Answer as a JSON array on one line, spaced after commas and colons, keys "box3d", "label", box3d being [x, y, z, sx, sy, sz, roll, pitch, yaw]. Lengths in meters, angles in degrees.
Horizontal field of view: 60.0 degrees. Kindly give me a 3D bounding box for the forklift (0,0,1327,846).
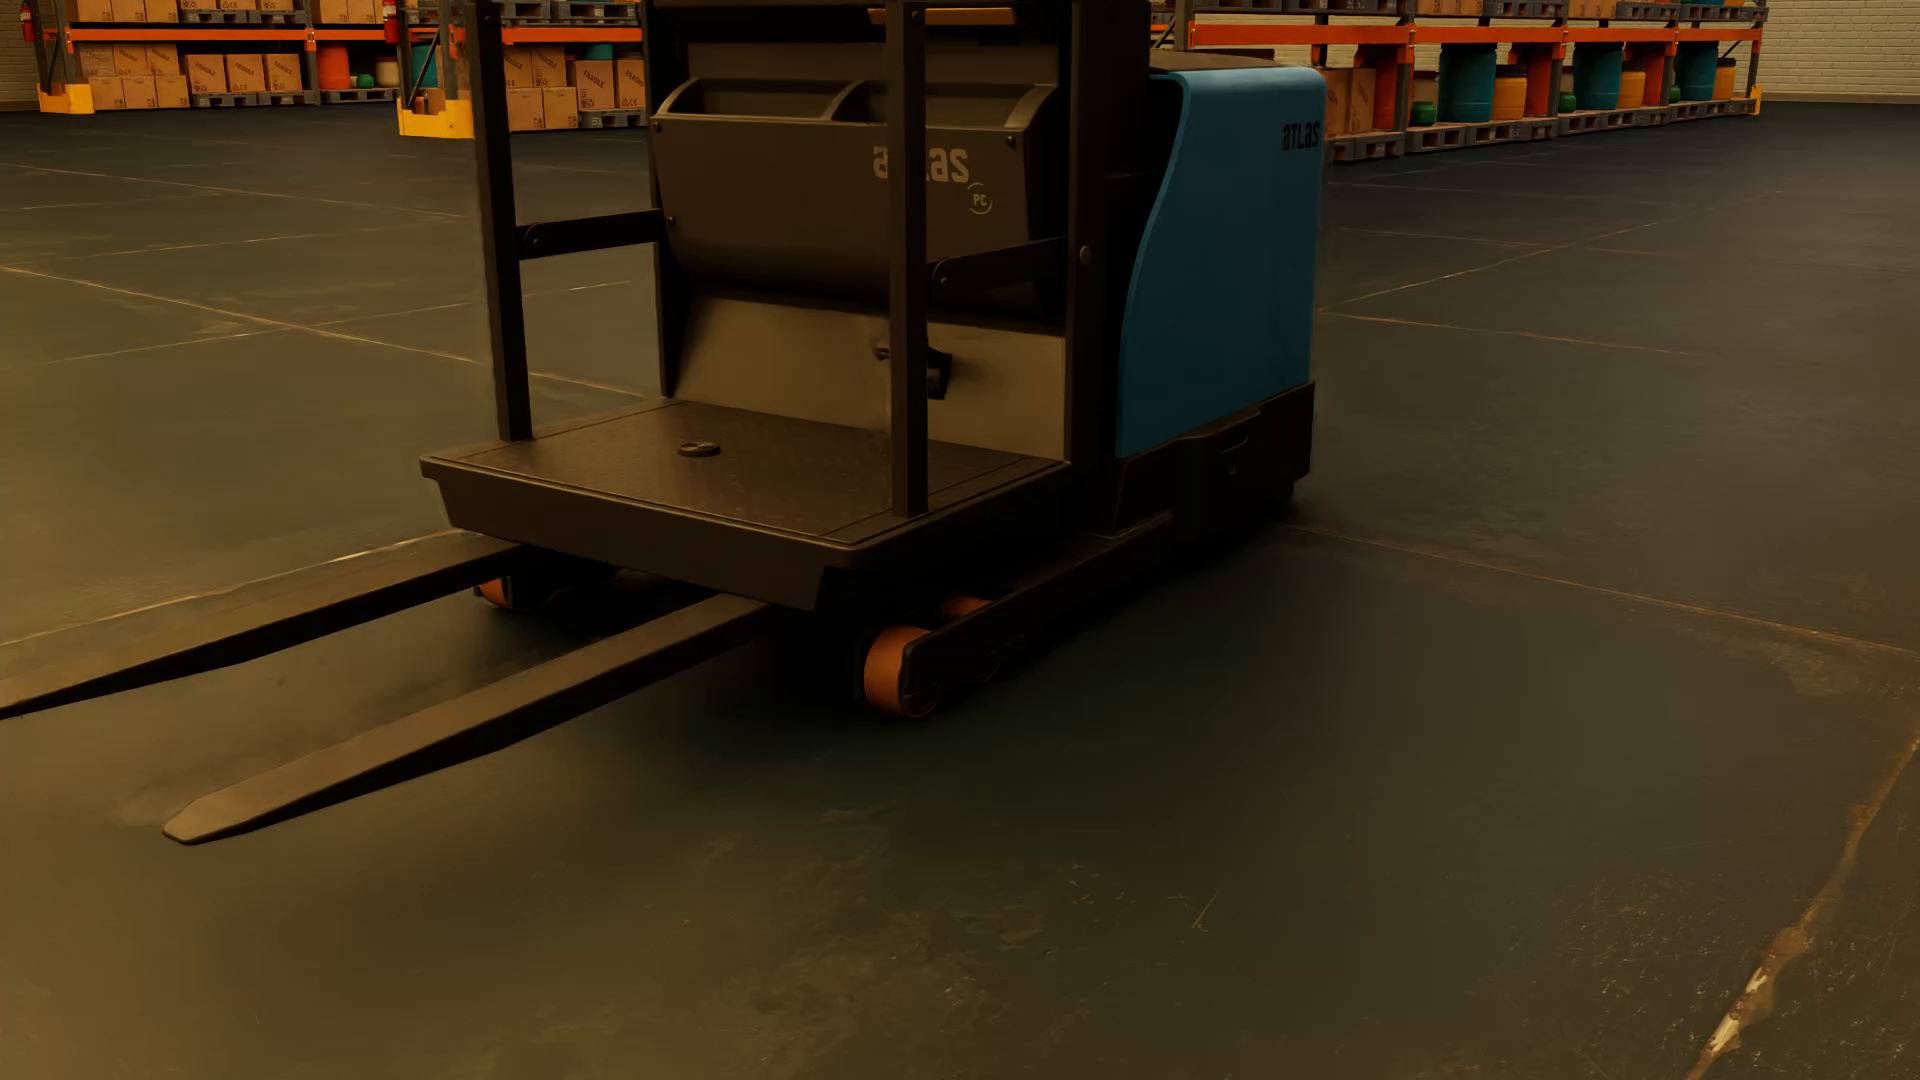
[{"box3d": [-0.346, -1.246, 3.001, 1.130, 2.935, 3.031, 11, 20, 33], "label": "forklift"}]
